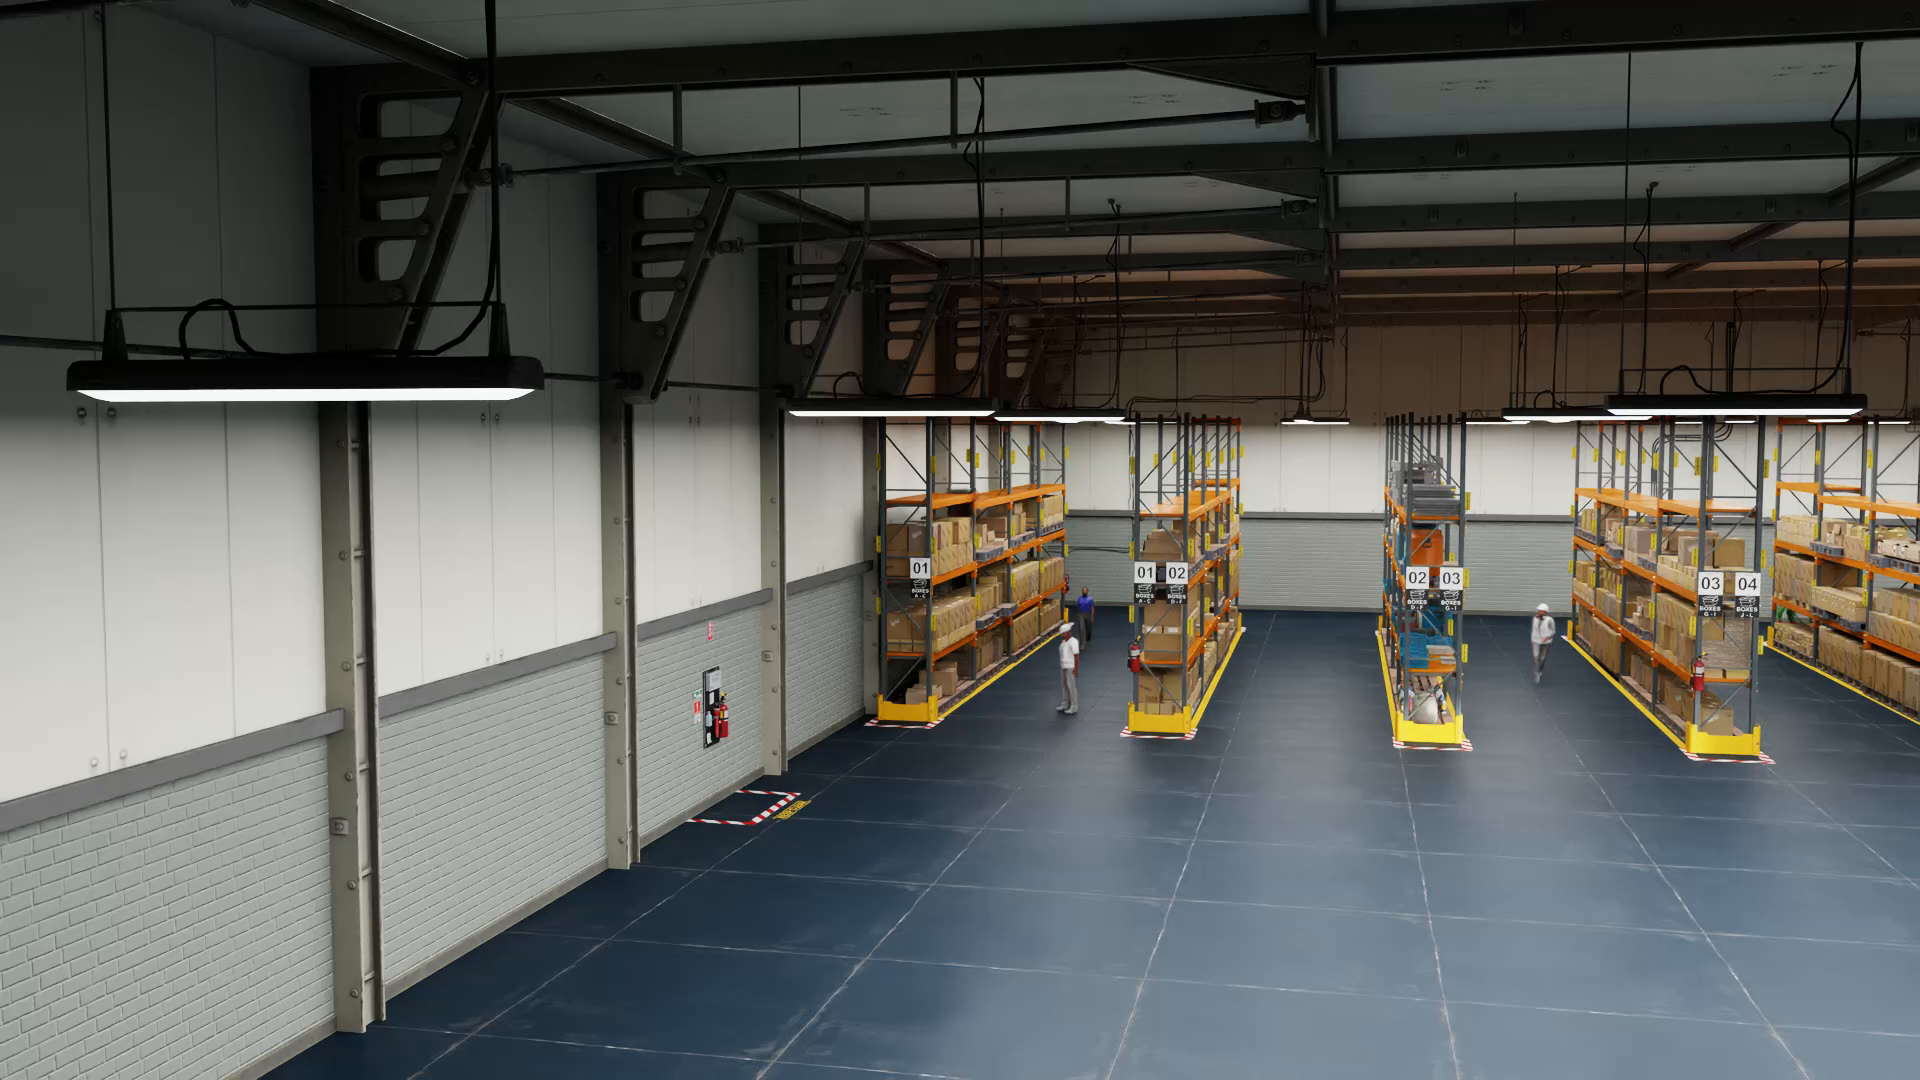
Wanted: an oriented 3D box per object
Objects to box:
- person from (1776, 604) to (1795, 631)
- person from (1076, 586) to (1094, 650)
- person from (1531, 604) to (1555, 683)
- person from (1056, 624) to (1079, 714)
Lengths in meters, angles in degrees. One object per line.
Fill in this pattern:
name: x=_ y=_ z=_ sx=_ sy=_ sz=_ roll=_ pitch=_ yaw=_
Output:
person: x=22.816 y=1.712 z=45.996 sx=1.019 sy=1.734 sz=0.563 roll=-3 pitch=5 yaw=-40
person: x=3.232 y=1.999 z=43.024 sx=0.471 sy=1.603 sz=0.900 roll=0 pitch=4 yaw=2
person: x=13.210 y=2.316 z=37.683 sx=0.491 sy=1.754 sz=0.992 roll=1 pitch=4 yaw=13
person: x=2.160 y=2.571 z=33.481 sx=0.406 sy=1.766 sz=0.629 roll=-1 pitch=4 yaw=-19
